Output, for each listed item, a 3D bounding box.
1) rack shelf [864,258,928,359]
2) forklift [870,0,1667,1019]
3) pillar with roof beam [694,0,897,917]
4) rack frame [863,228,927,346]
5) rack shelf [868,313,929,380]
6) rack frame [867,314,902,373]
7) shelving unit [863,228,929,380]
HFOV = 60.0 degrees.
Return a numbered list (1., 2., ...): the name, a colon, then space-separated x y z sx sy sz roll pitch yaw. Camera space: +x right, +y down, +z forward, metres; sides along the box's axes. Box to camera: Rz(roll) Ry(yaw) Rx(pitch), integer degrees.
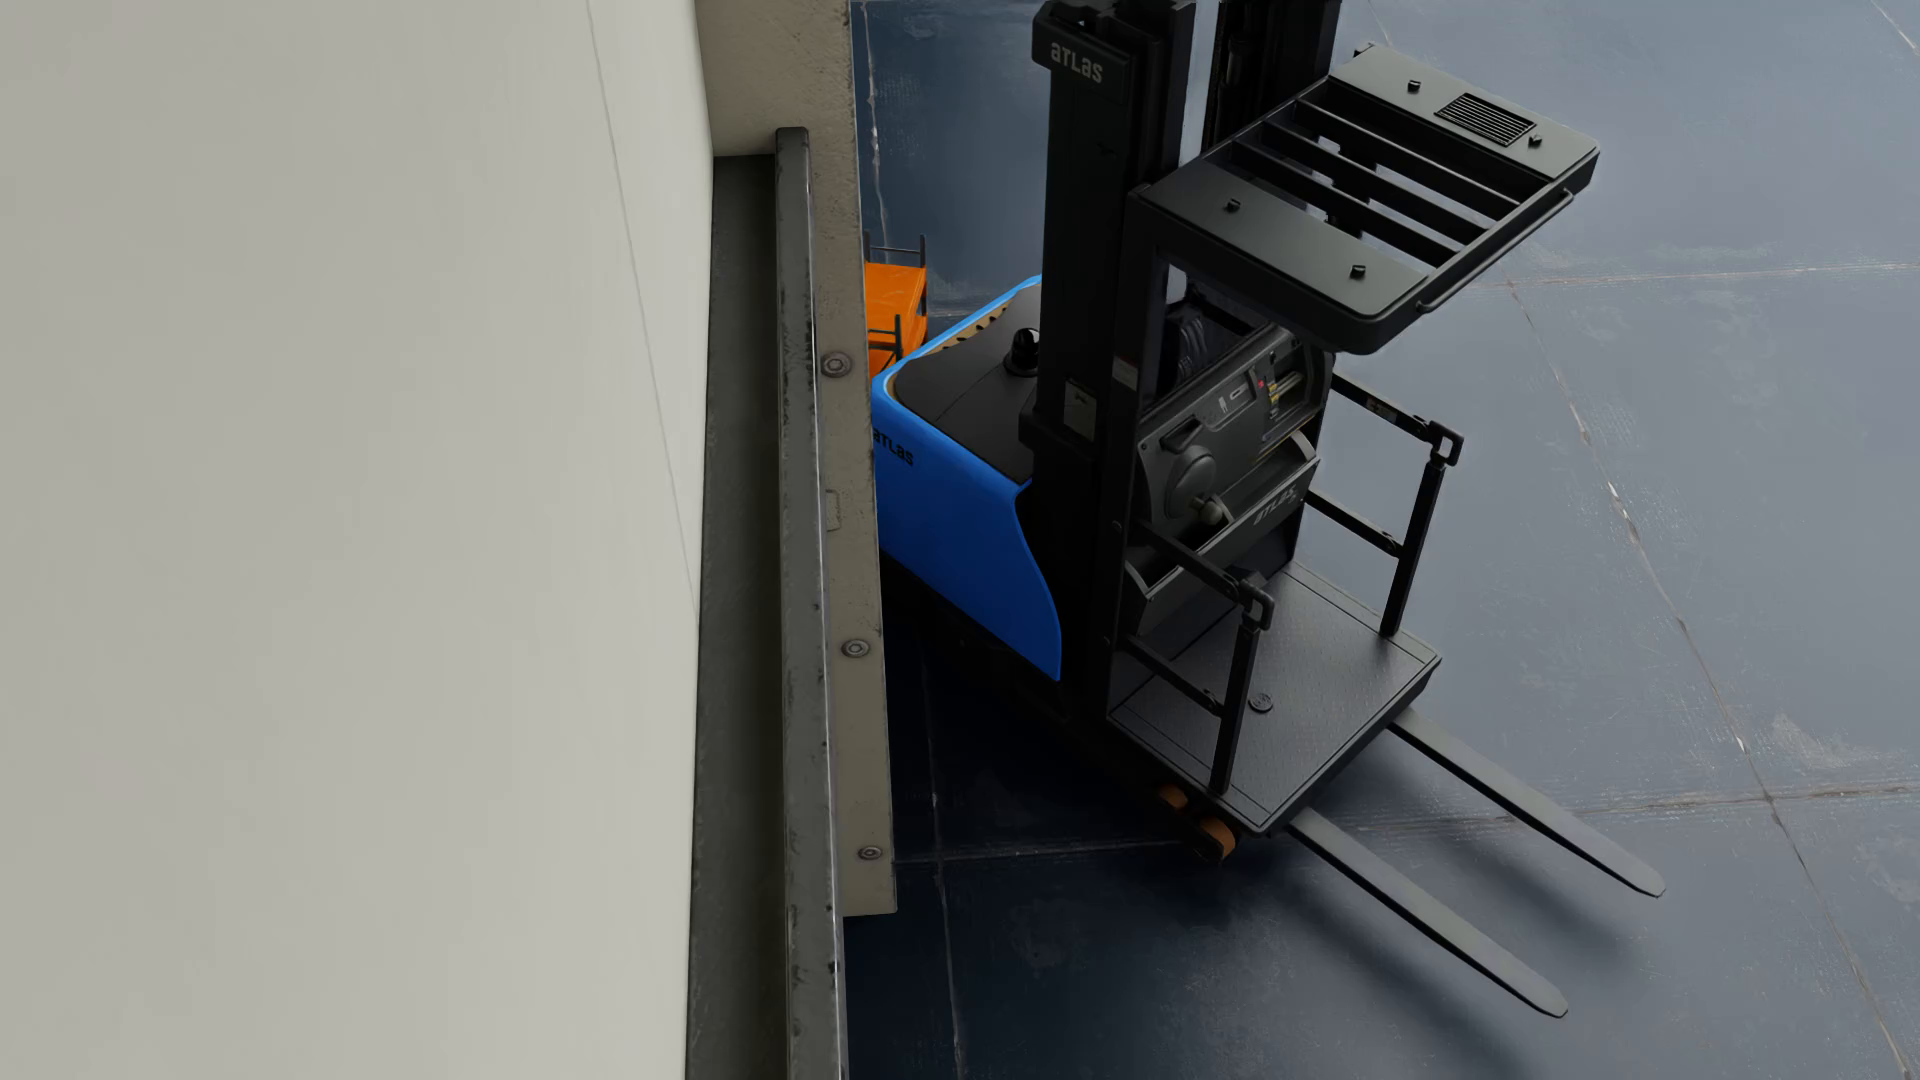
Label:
1. rack shelf: -0.292 -0.856 6.330 0.258 0.148 0.480 7 47 7
2. forklift: 1.031 -0.314 5.165 3.031 2.935 1.130 36 56 29
3. pillar with roof beam: 3.906 -2.218 2.789 9.100 9.000 0.400 -3 47 -3
4. rack frame: -0.250 -0.761 6.781 0.240 1.200 0.015 7 47 7
5. rack shelf: -0.292 -0.694 6.502 0.258 0.148 0.480 7 47 7
6. rack frame: -0.333 -0.412 6.450 0.240 1.200 0.015 7 47 7
7. shelving unit: -0.292 -0.586 6.615 0.258 1.200 0.503 7 47 7
